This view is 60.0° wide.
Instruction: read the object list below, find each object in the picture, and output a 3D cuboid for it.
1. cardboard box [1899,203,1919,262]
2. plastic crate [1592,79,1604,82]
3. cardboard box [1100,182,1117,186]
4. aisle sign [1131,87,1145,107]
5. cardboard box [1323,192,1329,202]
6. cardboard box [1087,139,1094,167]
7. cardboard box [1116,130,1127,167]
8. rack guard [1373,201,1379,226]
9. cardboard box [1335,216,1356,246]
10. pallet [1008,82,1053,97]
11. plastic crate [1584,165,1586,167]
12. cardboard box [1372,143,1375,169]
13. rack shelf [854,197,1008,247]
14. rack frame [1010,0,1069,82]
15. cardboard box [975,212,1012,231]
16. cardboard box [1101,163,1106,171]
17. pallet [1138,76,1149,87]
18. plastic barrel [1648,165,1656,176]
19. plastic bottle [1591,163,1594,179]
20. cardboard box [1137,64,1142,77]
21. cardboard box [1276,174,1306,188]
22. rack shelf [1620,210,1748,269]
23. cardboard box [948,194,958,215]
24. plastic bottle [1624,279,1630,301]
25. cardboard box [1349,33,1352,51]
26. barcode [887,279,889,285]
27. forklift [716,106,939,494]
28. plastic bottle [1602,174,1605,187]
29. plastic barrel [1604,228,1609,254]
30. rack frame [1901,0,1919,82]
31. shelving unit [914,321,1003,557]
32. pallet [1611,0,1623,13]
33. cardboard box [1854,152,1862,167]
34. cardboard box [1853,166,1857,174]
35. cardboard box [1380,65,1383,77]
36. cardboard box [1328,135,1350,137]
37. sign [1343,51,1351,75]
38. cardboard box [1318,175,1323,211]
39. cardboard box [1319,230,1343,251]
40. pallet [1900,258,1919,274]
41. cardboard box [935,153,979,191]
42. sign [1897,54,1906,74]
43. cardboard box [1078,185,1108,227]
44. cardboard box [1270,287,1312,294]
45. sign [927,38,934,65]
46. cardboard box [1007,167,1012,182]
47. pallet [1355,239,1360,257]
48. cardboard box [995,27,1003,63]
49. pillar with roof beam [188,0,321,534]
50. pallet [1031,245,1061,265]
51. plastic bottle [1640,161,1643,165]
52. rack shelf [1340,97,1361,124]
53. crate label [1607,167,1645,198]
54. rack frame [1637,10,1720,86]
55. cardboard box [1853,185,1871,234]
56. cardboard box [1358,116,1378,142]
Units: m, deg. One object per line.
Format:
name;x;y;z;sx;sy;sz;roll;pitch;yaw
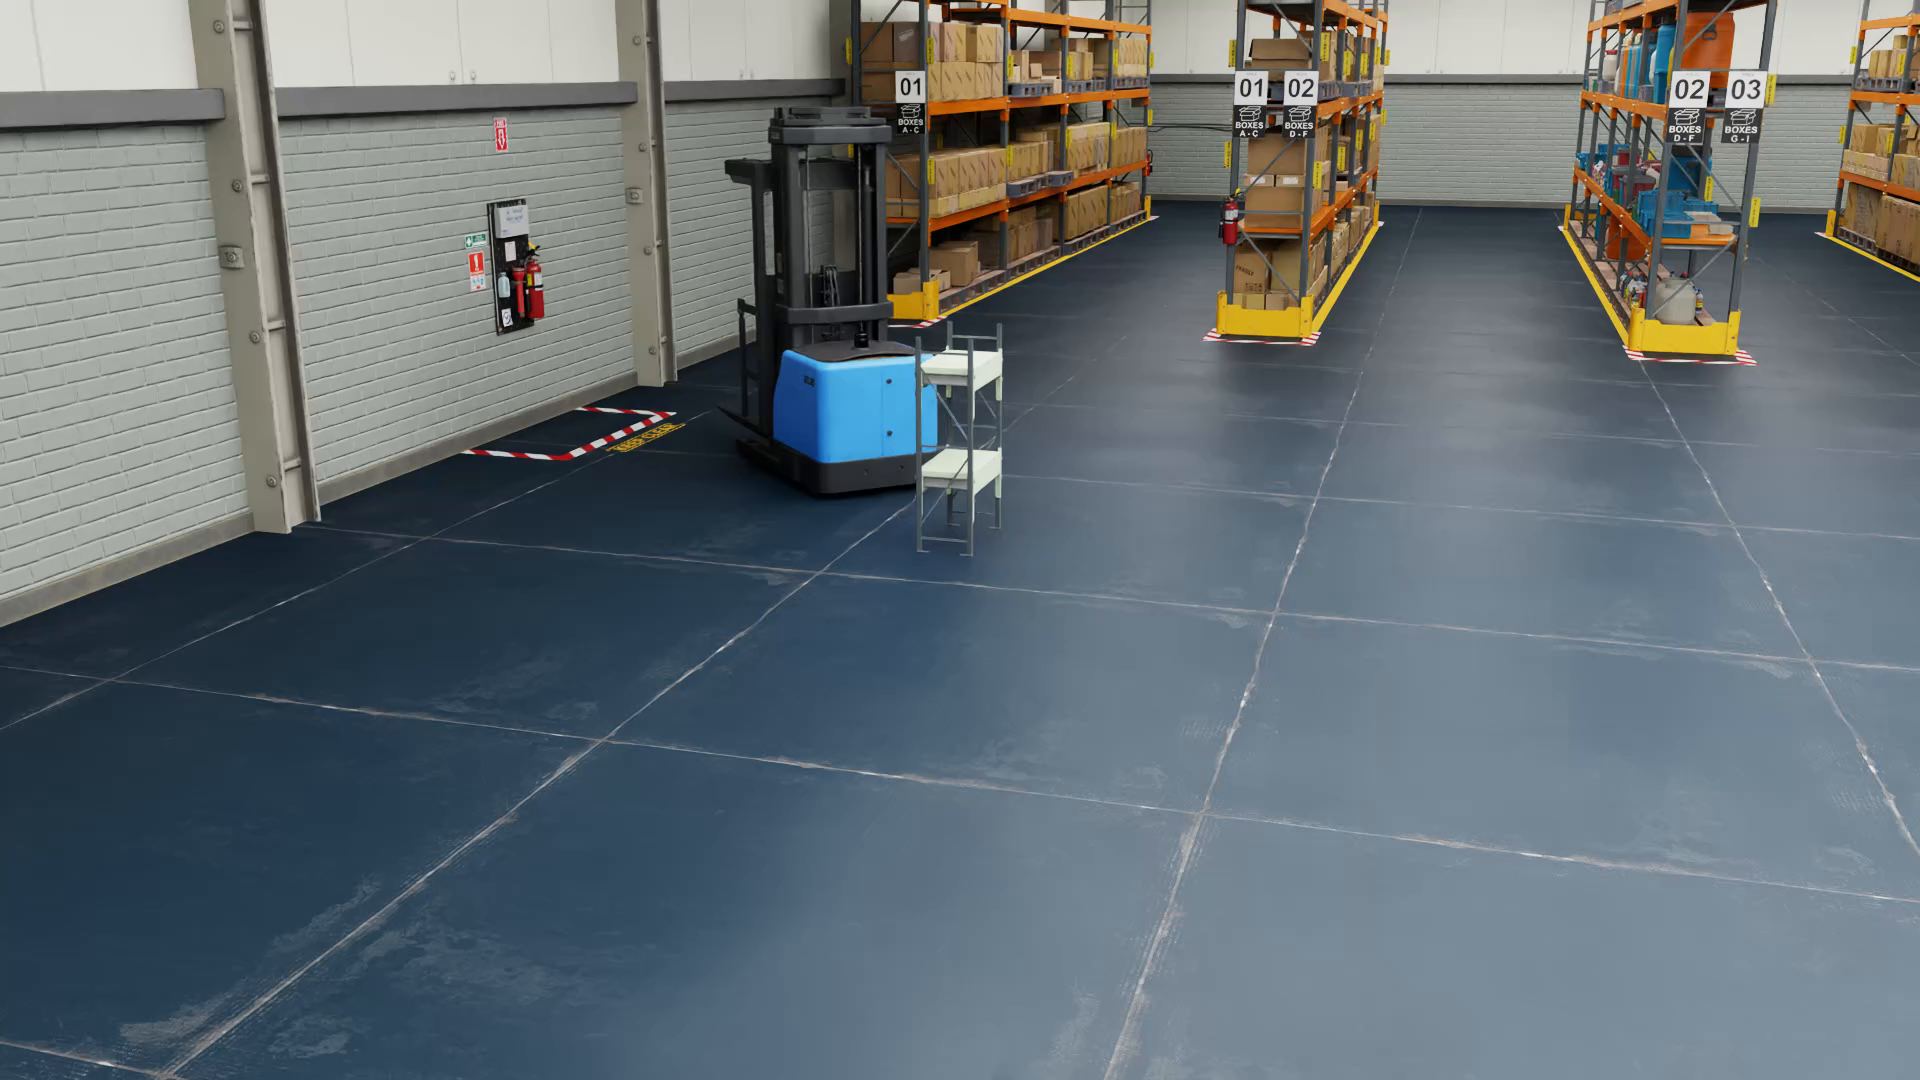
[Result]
cardboard box;16.093;-4.974;26.992;1.225;0.875;0.875;5;16;16
plastic crate;11.957;-8.438;30.892;0.416;0.233;0.300;5;16;16
cardboard box;3.168;-7.598;35.744;0.380;0.149;0.250;5;17;16
aisle sign;3.950;-9.874;36.379;0.394;0.787;0.004;5;16;16
cardboard box;5.430;-5.200;25.126;0.380;0.149;0.250;5;16;16
cardboard box;2.193;-7.246;31.112;0.500;0.500;0.500;5;17;17
cardboard box;2.888;-8.057;34.187;0.980;0.700;0.700;4;16;14
rack guard;8.371;-7.022;35.670;1.175;0.500;0.348;5;16;16
cardboard box;6.666;-5.395;29.127;0.500;0.500;0.500;4;16;14
pallet;0.802;-7.266;26.795;1.213;0.211;1.003;5;16;16
plastic crate;12.065;-7.023;31.487;0.437;0.125;0.590;5;16;16
cardboard box;7.949;-7.623;33.025;0.500;0.500;0.500;5;16;16
rack shelf;-0.336;-4.619;23.935;1.077;0.370;4.000;5;16;16
rack frame;1.369;-9.421;28.552;1.000;3.000;0.127;5;16;16
cardboard box;0.547;-5.167;26.951;0.500;0.250;0.500;4;16;15
cardboard box;2.632;-7.292;32.463;0.380;0.149;0.250;5;17;17
pallet;3.442;-9.833;35.665;1.003;0.211;1.213;5;16;16
plastic barrel;10.660;-5.424;25.251;0.421;0.512;0.421;0;16;0
plastic bottle;11.491;-6.694;30.146;0.061;0.283;0.133;5;16;16
cardboard box;3.542;-9.900;35.062;0.500;0.250;0.500;4;16;14
cardboard box;4.164;-4.505;20.842;0.380;0.149;0.250;5;16;15
rack shelf;9.162;-3.850;21.226;1.077;0.370;4.000;5;16;16
cardboard box;-0.328;-4.619;22.856;0.500;0.250;0.500;4;16;14
plastic bottle;8.963;-3.356;22.337;0.061;0.283;0.133;5;17;18
cardboard box;6.394;-8.371;28.332;0.500;0.500;0.500;5;16;16
barcode;-1.000;-3.574;23.037;0.001;0.075;0.075;5;16;16
forklift;-1.278;-2.122;13.940;1.130;2.935;3.031;-8;18;-26
plastic bottle;10.745;-5.983;27.663;0.097;0.271;0.097;0;16;0
plastic barrel;11.065;-5.055;27.946;0.421;0.512;0.421;0;16;0
rack frame;16.753;-9.315;28.179;1.000;3.000;0.127;5;16;16
shelving unit;-0.002;-0.720;11.619;0.431;1.500;0.755;5;16;16
pallet;11.102;-8.556;26.581;1.213;0.211;1.003;5;16;16
cardboard box;17.207;-7.174;31.354;0.500;0.250;0.500;4;16;14
cardboard box;17.182;-7.018;31.536;0.380;0.149;0.250;4;16;15
cardboard box;8.350;-9.571;33.937;0.500;0.250;0.500;5;16;16
cardboard box;6.907;-7.341;31.263;0.700;0.500;0.500;-1;16;-3
sign;5.515;-6.792;23.689;0.100;0.325;0.005;5;16;16
cardboard box;4.719;-4.898;23.417;0.700;0.500;0.500;4;16;15
cardboard box;5.775;-4.745;26.303;0.500;0.311;0.500;5;17;17
pallet;16.261;-4.559;27.517;1.003;0.211;1.213;5;16;16
cardboard box;-0.043;-5.241;23.673;0.500;0.500;0.500;5;17;18
sign;16.220;-8.201;28.657;0.100;0.325;0.005;5;16;16
cardboard box;2.446;-6.569;32.661;0.750;0.750;0.750;5;17;17
cardboard box;4.350;-3.192;21.855;0.500;0.250;0.500;5;16;16
sign;-0.384;-6.263;21.315;0.100;0.325;0.005;5;16;16
cardboard box;0.409;-5.878;26.068;0.700;0.500;0.500;5;16;16
pallet;6.716;-5.320;30.200;1.003;0.211;1.213;5;16;16
cardboard box;0.350;-7.318;24.583;0.500;0.500;0.500;3;16;11
pillar with roof beam;-0.818;-4.105;9.810;9.100;9.000;0.400;5;16;16
pallet;1.145;-4.989;29.031;1.003;0.211;1.213;5;16;16
plastic bottle;12.057;-6.523;29.421;0.144;0.351;0.185;5;16;16
rack shelf;5.551;-6.725;25.864;1.077;0.370;4.000;5;16;16
crate label;10.326;-5.544;25.815;0.502;0.435;0.616;5;16;16
rack frame;9.731;-7.606;22.154;1.000;3.000;0.127;5;16;16
cardboard box;17.526;-6.243;31.468;0.875;0.875;0.875;5;16;16
cardboard box;8.098;-8.233;33.344;0.500;0.500;0.500;5;17;18
